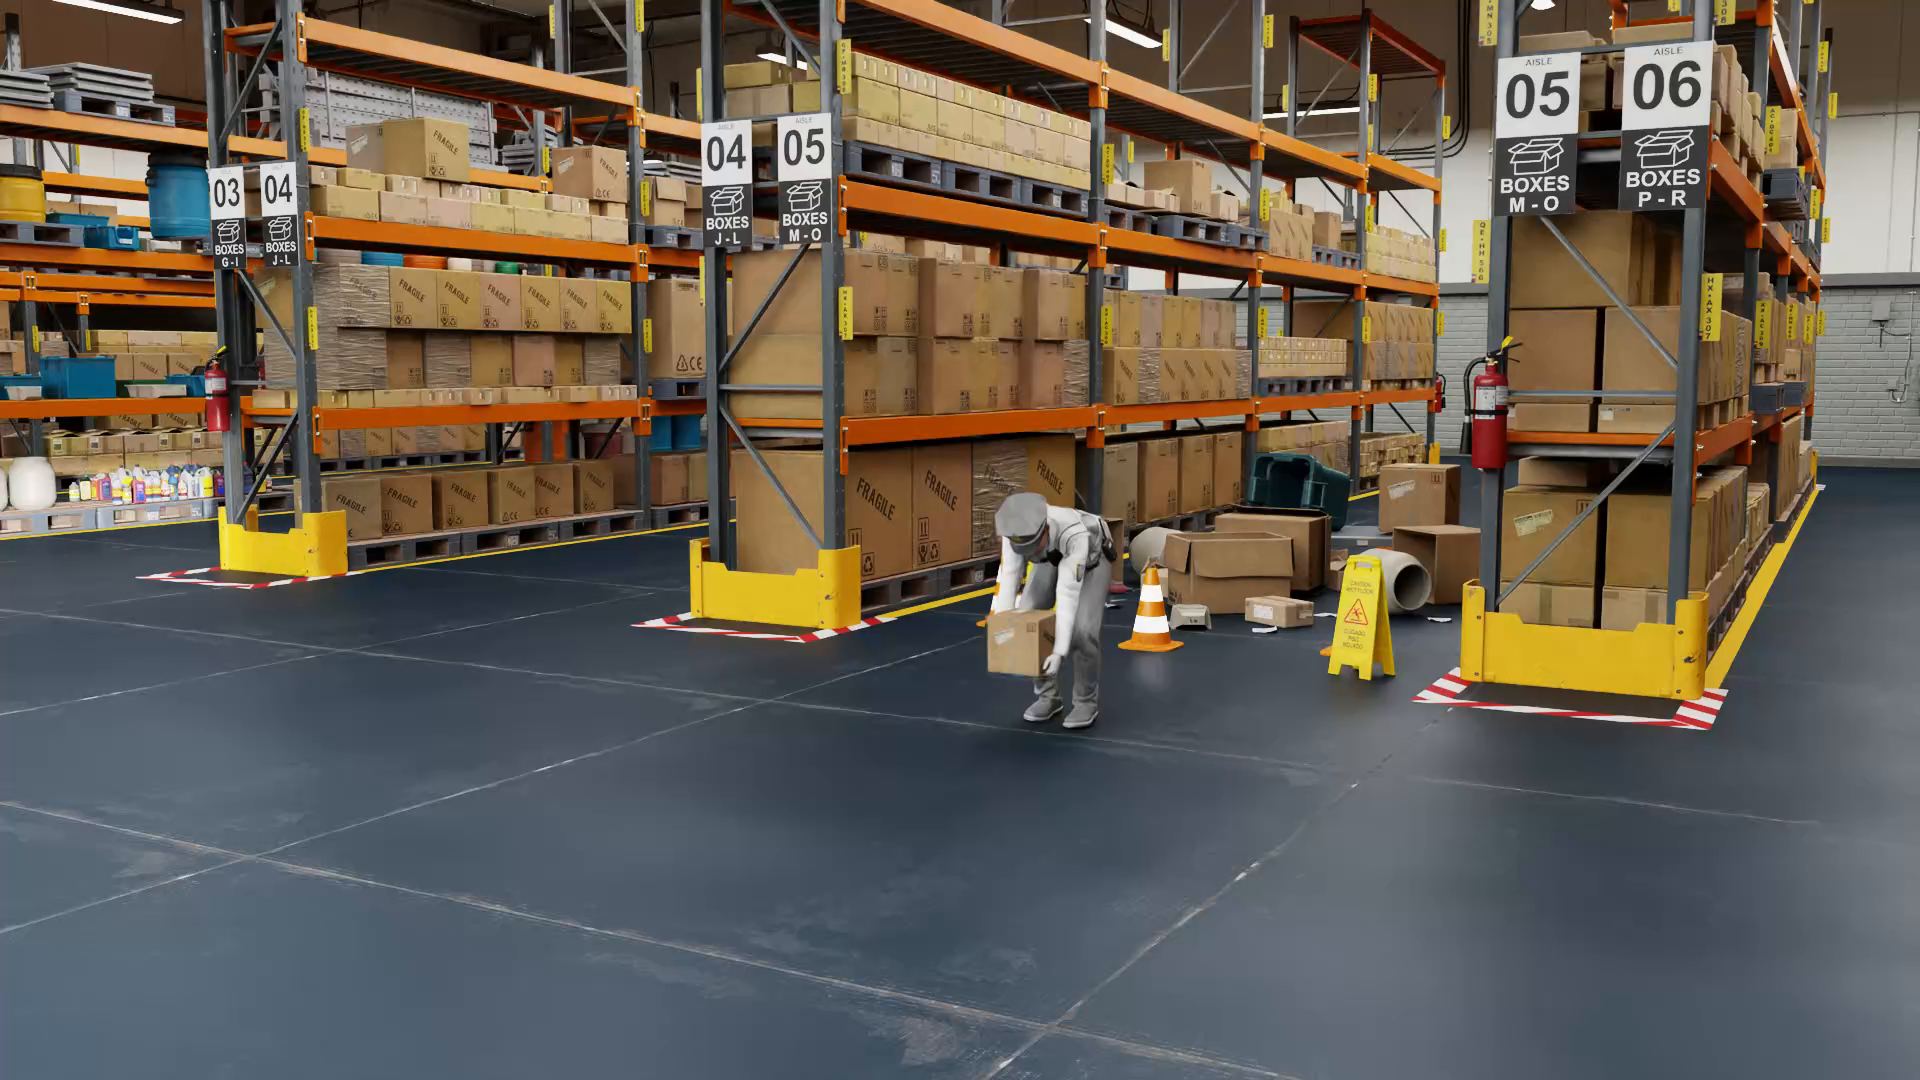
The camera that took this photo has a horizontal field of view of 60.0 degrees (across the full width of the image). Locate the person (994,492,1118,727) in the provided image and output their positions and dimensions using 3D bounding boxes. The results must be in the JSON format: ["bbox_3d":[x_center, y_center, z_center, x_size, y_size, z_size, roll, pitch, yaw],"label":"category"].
[{"bbox_3d":[0.412,0.313,7.579,0.441,1.105,0.918,3,7,26],"label":"person"}]
